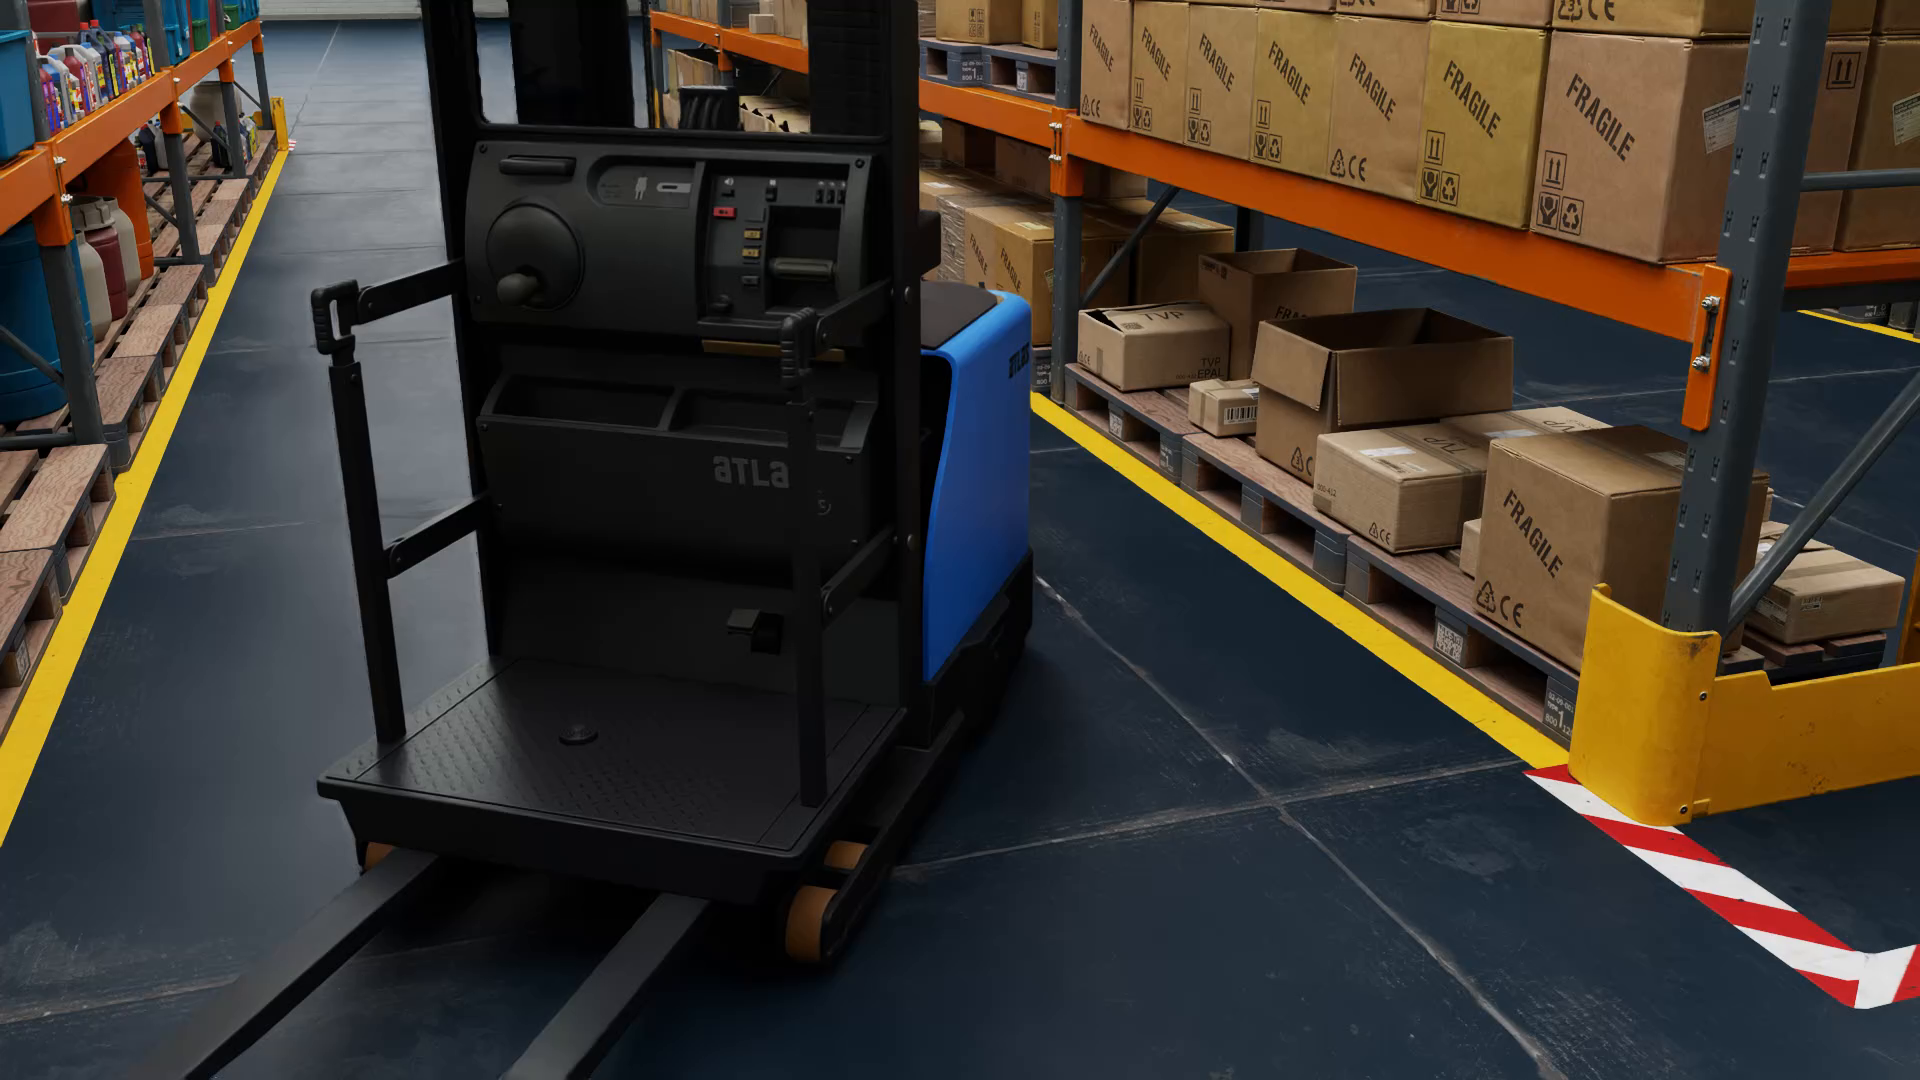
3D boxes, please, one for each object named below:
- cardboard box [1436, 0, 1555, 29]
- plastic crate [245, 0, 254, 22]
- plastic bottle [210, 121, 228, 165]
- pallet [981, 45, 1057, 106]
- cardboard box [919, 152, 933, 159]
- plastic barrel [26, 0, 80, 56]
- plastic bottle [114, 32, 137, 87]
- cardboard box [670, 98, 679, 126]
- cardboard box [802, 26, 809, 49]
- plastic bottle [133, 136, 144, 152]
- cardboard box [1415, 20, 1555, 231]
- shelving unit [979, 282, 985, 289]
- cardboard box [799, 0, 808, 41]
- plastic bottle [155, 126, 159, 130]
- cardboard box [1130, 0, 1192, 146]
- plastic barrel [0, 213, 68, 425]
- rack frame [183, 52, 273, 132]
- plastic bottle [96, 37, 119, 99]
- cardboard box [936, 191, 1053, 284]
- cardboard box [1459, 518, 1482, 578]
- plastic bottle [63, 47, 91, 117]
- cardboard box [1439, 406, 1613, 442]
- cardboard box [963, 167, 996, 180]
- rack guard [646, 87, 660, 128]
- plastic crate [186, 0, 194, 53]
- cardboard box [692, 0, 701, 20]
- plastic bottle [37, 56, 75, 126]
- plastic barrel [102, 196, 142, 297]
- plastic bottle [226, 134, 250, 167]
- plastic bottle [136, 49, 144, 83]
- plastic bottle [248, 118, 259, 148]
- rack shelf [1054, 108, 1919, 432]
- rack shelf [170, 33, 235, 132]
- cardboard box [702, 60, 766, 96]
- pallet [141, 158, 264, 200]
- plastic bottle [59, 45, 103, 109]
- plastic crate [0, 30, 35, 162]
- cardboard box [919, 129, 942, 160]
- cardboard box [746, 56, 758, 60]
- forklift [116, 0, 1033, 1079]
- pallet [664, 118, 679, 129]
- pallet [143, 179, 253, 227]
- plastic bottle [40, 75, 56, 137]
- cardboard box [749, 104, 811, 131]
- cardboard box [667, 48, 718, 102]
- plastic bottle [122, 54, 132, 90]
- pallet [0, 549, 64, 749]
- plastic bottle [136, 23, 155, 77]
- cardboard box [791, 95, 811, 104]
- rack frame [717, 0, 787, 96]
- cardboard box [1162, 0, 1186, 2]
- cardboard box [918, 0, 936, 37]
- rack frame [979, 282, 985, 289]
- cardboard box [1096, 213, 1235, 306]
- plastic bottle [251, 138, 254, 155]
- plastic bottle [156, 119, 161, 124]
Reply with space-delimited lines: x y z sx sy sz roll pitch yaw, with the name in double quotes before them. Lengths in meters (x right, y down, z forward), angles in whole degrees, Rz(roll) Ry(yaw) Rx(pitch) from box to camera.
"cardboard box" 1.609 -1.602 4.313 0.500 0.500 0.500 -6 21 -16
"plastic crate" -6.922 -5.010 15.649 0.499 0.251 0.408 -6 21 -17
"plastic bottle" -6.302 -3.383 14.165 0.144 0.351 0.185 -6 21 -17
"pallet" 0.765 -2.270 8.084 1.003 0.211 1.213 -6 21 -17
"cardboard box" -0.473 -2.230 10.736 0.500 0.500 0.500 -5 20 -15
"plastic barrel" -5.481 -3.032 9.719 0.600 0.536 0.708 -6 21 -17
"plastic bottle" -4.302 -2.468 8.541 0.097 0.271 0.097 0 20 0
"cardboard box" -2.741 -4.491 17.429 0.500 0.250 0.500 -6 21 -17
"cardboard box" -0.889 -3.517 11.643 0.380 0.149 0.250 -6 21 -17
"plastic bottle" -6.770 -3.183 13.708 0.061 0.283 0.133 -5 20 -14
"cardboard box" 1.604 -1.137 4.496 0.500 0.500 0.500 -6 21 -17
"shelving unit" 0.003 -0.421 5.757 0.258 0.900 0.210 -6 21 -17
"cardboard box" -0.887 -3.960 12.356 0.500 0.500 0.500 -8 21 -20
"plastic bottle" -6.990 -3.454 14.473 0.152 0.276 0.135 -6 21 -16
"cardboard box" 0.978 -1.783 6.295 0.500 0.500 0.500 -6 21 -16
"plastic barrel" -3.946 -0.954 6.618 0.600 0.901 0.708 -6 21 -17
"rack frame" -7.562 -5.418 16.564 1.000 3.000 0.127 -6 21 -17
"plastic bottle" -4.057 -2.243 7.896 0.061 0.283 0.133 -6 21 -17
"cardboard box" 0.181 -1.572 8.901 0.500 0.500 0.500 -6 21 -17
"cardboard box" 1.723 0.030 4.937 0.380 0.166 0.250 -6 21 -17
"plastic bottle" -3.780 -1.961 7.110 0.061 0.283 0.133 -6 21 -17
"cardboard box" 1.954 -0.247 5.585 0.500 0.250 0.500 -6 21 -17
"cardboard box" 0.335 -1.965 9.998 0.500 0.500 0.500 -7 21 -19
"rack guard" -2.867 -4.775 18.470 1.175 0.500 0.348 -6 21 -17
"plastic crate" -5.265 -3.432 10.940 0.402 0.464 0.583 -6 21 -17
"cardboard box" -2.235 -5.343 16.206 0.700 0.500 0.500 -6 21 -16
"plastic bottle" -3.690 -1.815 6.717 0.152 0.276 0.135 -6 21 -17
"plastic barrel" -4.616 -1.551 8.856 0.421 0.512 0.421 0 20 0
"plastic bottle" -6.117 -3.310 14.072 0.152 0.276 0.135 -6 21 -15
"plastic bottle" -4.394 -2.529 8.813 0.097 0.201 0.097 0 20 0
"plastic bottle" -6.516 -3.717 15.206 0.152 0.276 0.135 -6 21 -17
"rack shelf" 1.541 -1.112 5.640 1.077 0.370 4.000 -6 21 -17
"rack shelf" -5.677 -3.154 11.325 1.077 0.370 4.000 -6 21 -17
"cardboard box" -2.101 -4.204 15.519 0.500 0.500 0.500 -6 21 -17
"pallet" -6.477 -3.042 14.074 1.003 0.211 1.213 -6 21 -17
"plastic bottle" -3.938 -2.070 7.425 0.152 0.276 0.135 -6 21 -17
"plastic crate" -3.320 -1.475 5.519 0.392 0.384 0.575 -6 21 -17
"cardboard box" -0.230 -2.743 11.732 0.500 0.311 0.500 -6 21 -15
"cardboard box" -1.765 -4.419 16.120 0.500 0.500 0.500 -6 21 -17
"forklift" -0.695 -0.643 3.372 1.130 2.935 3.031 6 21 16
"pallet" -2.579 -4.390 17.827 1.003 0.211 1.213 -6 21 -17
"pallet" -6.022 -2.574 12.772 1.003 0.211 1.213 -6 21 -17
"plastic bottle" -3.501 -1.676 6.317 0.061 0.283 0.133 -6 21 -17
"cardboard box" -1.392 -3.341 13.398 0.500 0.311 0.500 -7 21 -19
"cardboard box" -2.743 -4.844 17.302 0.500 0.500 0.500 -6 21 -17
"plastic bottle" -4.241 -2.373 8.379 0.097 0.201 0.097 0 20 0
"pallet" -3.136 0.369 4.577 1.003 0.211 1.213 -6 21 -17
"plastic bottle" -4.516 -2.712 9.201 0.061 0.283 0.133 -6 21 -17
"cardboard box" -1.202 -3.728 14.474 0.500 0.311 0.500 -6 21 -17
"rack frame" -1.602 -4.660 14.452 1.000 3.000 0.127 -6 21 -17
"cardboard box" 0.956 -2.264 6.154 0.500 0.500 0.500 -7 21 -19
"cardboard box" 0.067 -3.117 9.388 0.700 0.500 0.500 -3 20 -7
"rack frame" -0.029 -0.454 5.848 0.240 0.900 0.006 -6 21 -17
"cardboard box" 0.992 -1.304 8.157 0.500 0.500 0.500 -7 21 -20
"plastic bottle" -6.291 -3.482 14.662 0.097 0.201 0.097 0 20 0
"plastic bottle" -7.235 -3.657 15.029 0.061 0.283 0.133 -6 21 -16
